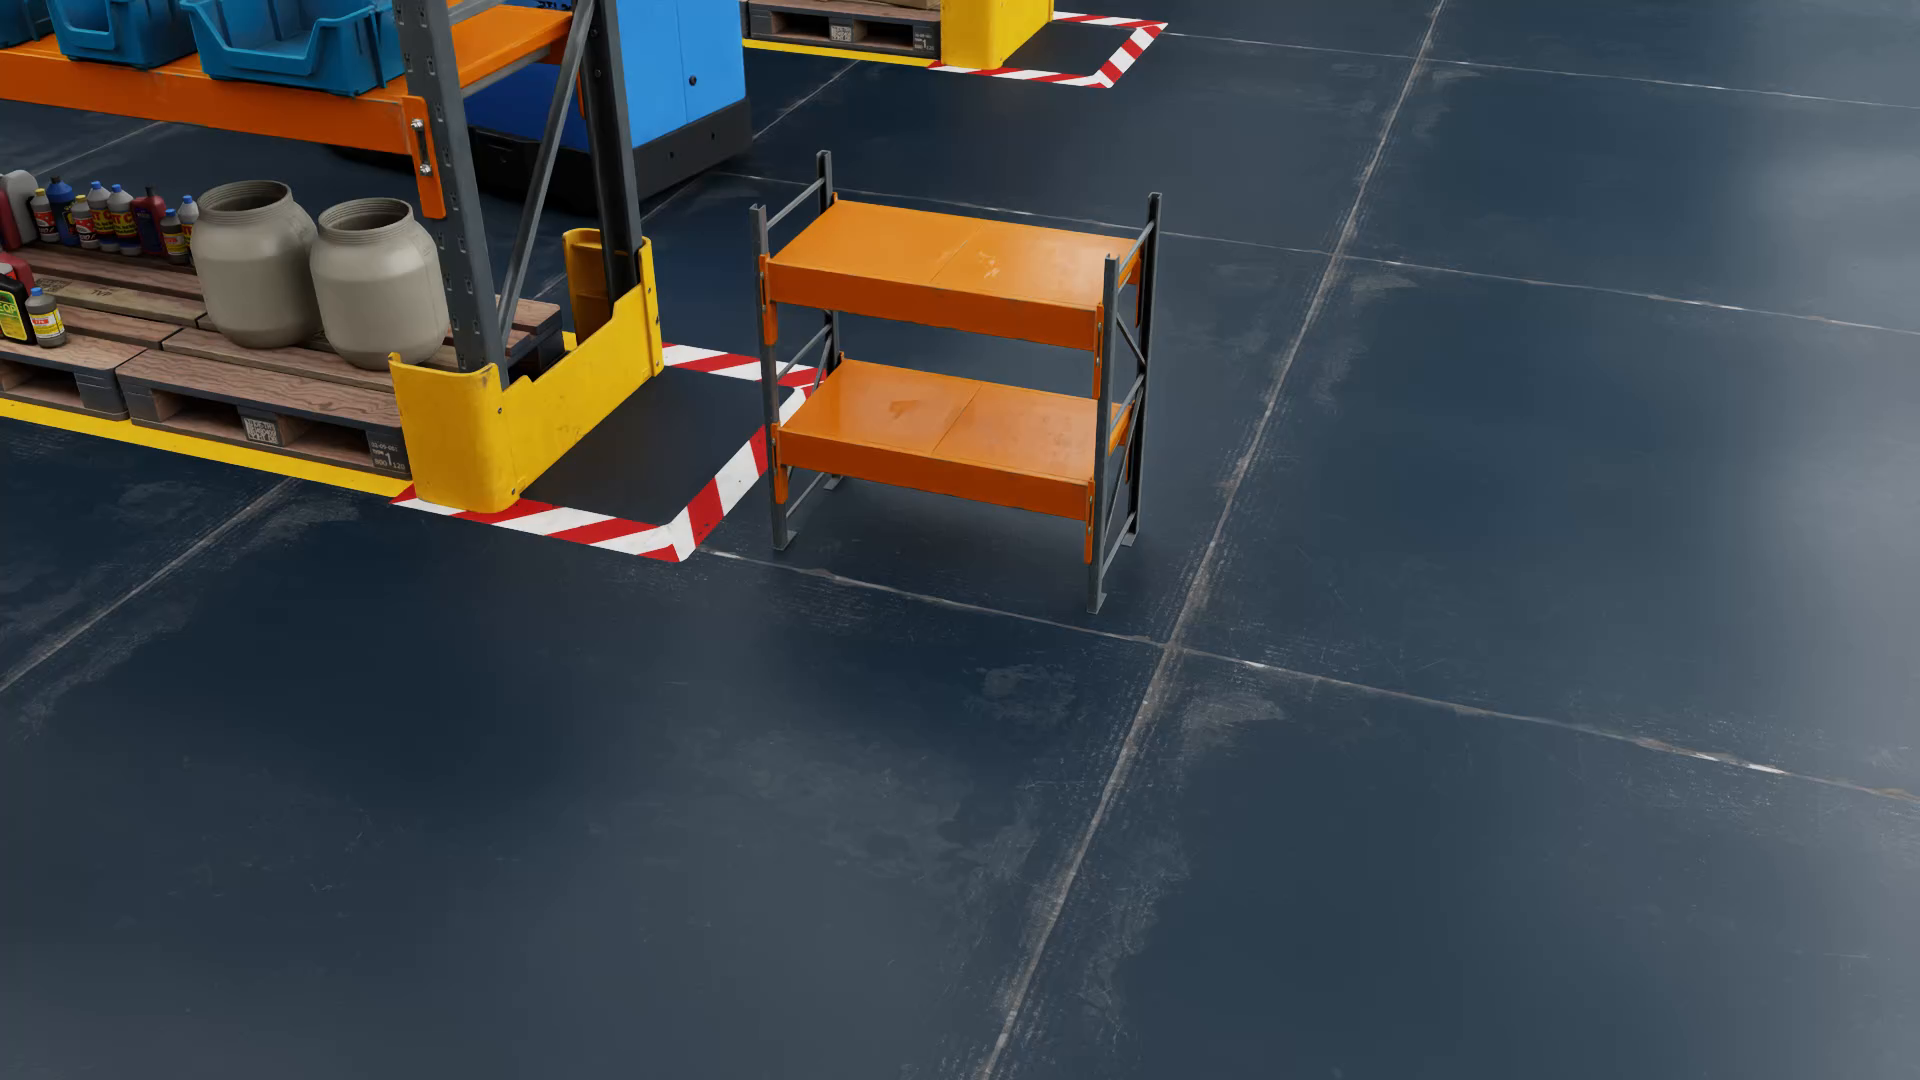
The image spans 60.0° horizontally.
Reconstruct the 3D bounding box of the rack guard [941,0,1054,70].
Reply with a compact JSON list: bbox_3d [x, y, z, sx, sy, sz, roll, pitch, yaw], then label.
[{"bbox_3d":[0.232,-3.168,9.695,0.348,0.500,1.175,11,34,16],"label":"rack guard"}]

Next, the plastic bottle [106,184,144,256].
[{"bbox_3d":[-3.292,-1.267,6.557,0.097,0.271,0.097,0,33,0],"label":"plastic bottle"}]

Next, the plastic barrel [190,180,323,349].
[{"bbox_3d":[-2.484,-0.979,5.908,0.421,0.512,0.421,0,33,0],"label":"plastic barrel"}]

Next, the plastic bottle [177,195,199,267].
[{"bbox_3d":[-2.969,-1.204,6.459,0.097,0.271,0.097,0,33,0],"label":"plastic bottle"}]

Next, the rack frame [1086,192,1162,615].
[{"bbox_3d":[0.472,-0.381,4.803,0.032,1.125,0.500,11,34,16],"label":"rack frame"}]

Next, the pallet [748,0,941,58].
[{"bbox_3d":[-0.521,-3.213,10.032,1.213,0.211,1.003,11,34,16],"label":"pallet"}]

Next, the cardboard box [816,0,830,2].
[{"bbox_3d":[-0.853,-3.545,9.892,0.500,0.500,0.500,21,38,29],"label":"cardboard box"}]

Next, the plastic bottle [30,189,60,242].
[{"bbox_3d":[-3.673,-1.312,6.690,0.097,0.201,0.097,0,33,0],"label":"plastic bottle"}]

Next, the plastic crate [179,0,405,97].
[{"bbox_3d":[-1.939,-1.551,5.024,0.616,0.251,0.499,11,34,16],"label":"plastic crate"}]

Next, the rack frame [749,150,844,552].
[{"bbox_3d":[-0.485,-0.567,5.091,0.032,1.125,0.500,11,34,16],"label":"rack frame"}]

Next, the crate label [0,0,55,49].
[{"bbox_3d":[-3.191,-1.888,5.377,0.616,0.435,0.502,11,34,16],"label":"crate label"}]

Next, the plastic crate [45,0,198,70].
[{"bbox_3d":[-2.549,-1.673,5.213,0.408,0.251,0.499,11,34,16],"label":"plastic crate"}]

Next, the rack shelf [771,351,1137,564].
[{"bbox_3d":[-0.006,-0.268,5.079,1.000,0.278,0.538,11,34,16],"label":"rack shelf"}]

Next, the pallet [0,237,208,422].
[{"bbox_3d":[-3.362,-0.869,6.401,1.213,0.211,1.003,11,34,16],"label":"pallet"}]

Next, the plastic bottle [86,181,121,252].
[{"bbox_3d":[-3.386,-1.285,6.585,0.097,0.271,0.097,0,33,0],"label":"plastic bottle"}]

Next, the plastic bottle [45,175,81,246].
[{"bbox_3d":[-3.577,-1.322,6.642,0.097,0.271,0.097,0,33,0],"label":"plastic bottle"}]

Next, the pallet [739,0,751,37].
[{"bbox_3d":[-1.665,-3.437,10.379,1.213,0.211,1.003,11,34,16],"label":"pallet"}]

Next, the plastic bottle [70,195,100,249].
[{"bbox_3d":[-3.479,-1.274,6.632,0.097,0.201,0.097,0,33,0],"label":"plastic bottle"}]

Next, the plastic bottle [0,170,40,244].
[{"bbox_3d":[-3.793,-1.351,6.682,0.135,0.276,0.152,12,35,17],"label":"plastic bottle"}]

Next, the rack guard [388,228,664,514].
[{"bbox_3d":[-1.455,-0.614,5.741,0.348,0.500,1.175,11,34,16],"label":"rack guard"}]

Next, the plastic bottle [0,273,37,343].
[{"bbox_3d":[-3.360,-0.843,5.888,0.133,0.283,0.061,12,35,18],"label":"plastic bottle"}]

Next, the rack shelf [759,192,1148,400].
[{"bbox_3d":[-0.006,-0.720,4.788,1.000,0.278,0.538,11,34,16],"label":"rack shelf"}]

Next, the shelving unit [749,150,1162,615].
[{"bbox_3d":[-0.006,-0.474,4.947,1.048,1.125,0.538,11,34,16],"label":"shelving unit"}]

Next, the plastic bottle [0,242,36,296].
[{"bbox_3d":[-3.437,-0.945,6.047,0.133,0.283,0.061,11,34,16],"label":"plastic bottle"}]

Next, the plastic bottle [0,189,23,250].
[{"bbox_3d":[-3.828,-1.299,6.596,0.133,0.283,0.061,11,34,16],"label":"plastic bottle"}]

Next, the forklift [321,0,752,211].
[{"bbox_3d":[-2.542,-3.292,7.647,3.031,2.935,1.130,18,37,25],"label":"forklift"}]

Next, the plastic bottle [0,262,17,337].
[{"bbox_3d":[-3.472,-0.888,5.965,0.135,0.276,0.152,11,35,17],"label":"plastic bottle"}]

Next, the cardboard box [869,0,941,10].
[{"bbox_3d":[-0.279,-3.453,9.750,0.500,0.500,0.500,18,37,25],"label":"cardboard box"}]

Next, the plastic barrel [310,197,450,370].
[{"bbox_3d":[-2.013,-0.887,5.765,0.421,0.512,0.421,0,33,0],"label":"plastic barrel"}]

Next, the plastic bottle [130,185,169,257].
[{"bbox_3d":[-3.176,-1.260,6.535,0.133,0.283,0.061,12,35,17],"label":"plastic bottle"}]

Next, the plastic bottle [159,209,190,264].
[{"bbox_3d":[-3.066,-1.194,6.508,0.097,0.201,0.097,0,33,0],"label":"plastic bottle"}]

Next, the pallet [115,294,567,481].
[{"bbox_3d":[-2.218,-0.645,6.054,1.213,0.211,1.003,11,34,16],"label":"pallet"}]

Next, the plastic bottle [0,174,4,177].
[{"bbox_3d":[-3.945,-1.414,6.711,0.185,0.351,0.144,11,34,16],"label":"plastic bottle"}]

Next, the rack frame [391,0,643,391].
[{"bbox_3d":[-1.367,-1.675,5.078,0.127,3.000,1.000,11,34,16],"label":"rack frame"}]

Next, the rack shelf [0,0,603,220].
[{"bbox_3d":[-3.250,-1.738,5.840,4.000,0.370,1.077,11,34,16],"label":"rack shelf"}]

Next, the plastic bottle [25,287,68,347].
[{"bbox_3d":[-3.244,-0.796,5.892,0.097,0.201,0.097,0,33,0],"label":"plastic bottle"}]
